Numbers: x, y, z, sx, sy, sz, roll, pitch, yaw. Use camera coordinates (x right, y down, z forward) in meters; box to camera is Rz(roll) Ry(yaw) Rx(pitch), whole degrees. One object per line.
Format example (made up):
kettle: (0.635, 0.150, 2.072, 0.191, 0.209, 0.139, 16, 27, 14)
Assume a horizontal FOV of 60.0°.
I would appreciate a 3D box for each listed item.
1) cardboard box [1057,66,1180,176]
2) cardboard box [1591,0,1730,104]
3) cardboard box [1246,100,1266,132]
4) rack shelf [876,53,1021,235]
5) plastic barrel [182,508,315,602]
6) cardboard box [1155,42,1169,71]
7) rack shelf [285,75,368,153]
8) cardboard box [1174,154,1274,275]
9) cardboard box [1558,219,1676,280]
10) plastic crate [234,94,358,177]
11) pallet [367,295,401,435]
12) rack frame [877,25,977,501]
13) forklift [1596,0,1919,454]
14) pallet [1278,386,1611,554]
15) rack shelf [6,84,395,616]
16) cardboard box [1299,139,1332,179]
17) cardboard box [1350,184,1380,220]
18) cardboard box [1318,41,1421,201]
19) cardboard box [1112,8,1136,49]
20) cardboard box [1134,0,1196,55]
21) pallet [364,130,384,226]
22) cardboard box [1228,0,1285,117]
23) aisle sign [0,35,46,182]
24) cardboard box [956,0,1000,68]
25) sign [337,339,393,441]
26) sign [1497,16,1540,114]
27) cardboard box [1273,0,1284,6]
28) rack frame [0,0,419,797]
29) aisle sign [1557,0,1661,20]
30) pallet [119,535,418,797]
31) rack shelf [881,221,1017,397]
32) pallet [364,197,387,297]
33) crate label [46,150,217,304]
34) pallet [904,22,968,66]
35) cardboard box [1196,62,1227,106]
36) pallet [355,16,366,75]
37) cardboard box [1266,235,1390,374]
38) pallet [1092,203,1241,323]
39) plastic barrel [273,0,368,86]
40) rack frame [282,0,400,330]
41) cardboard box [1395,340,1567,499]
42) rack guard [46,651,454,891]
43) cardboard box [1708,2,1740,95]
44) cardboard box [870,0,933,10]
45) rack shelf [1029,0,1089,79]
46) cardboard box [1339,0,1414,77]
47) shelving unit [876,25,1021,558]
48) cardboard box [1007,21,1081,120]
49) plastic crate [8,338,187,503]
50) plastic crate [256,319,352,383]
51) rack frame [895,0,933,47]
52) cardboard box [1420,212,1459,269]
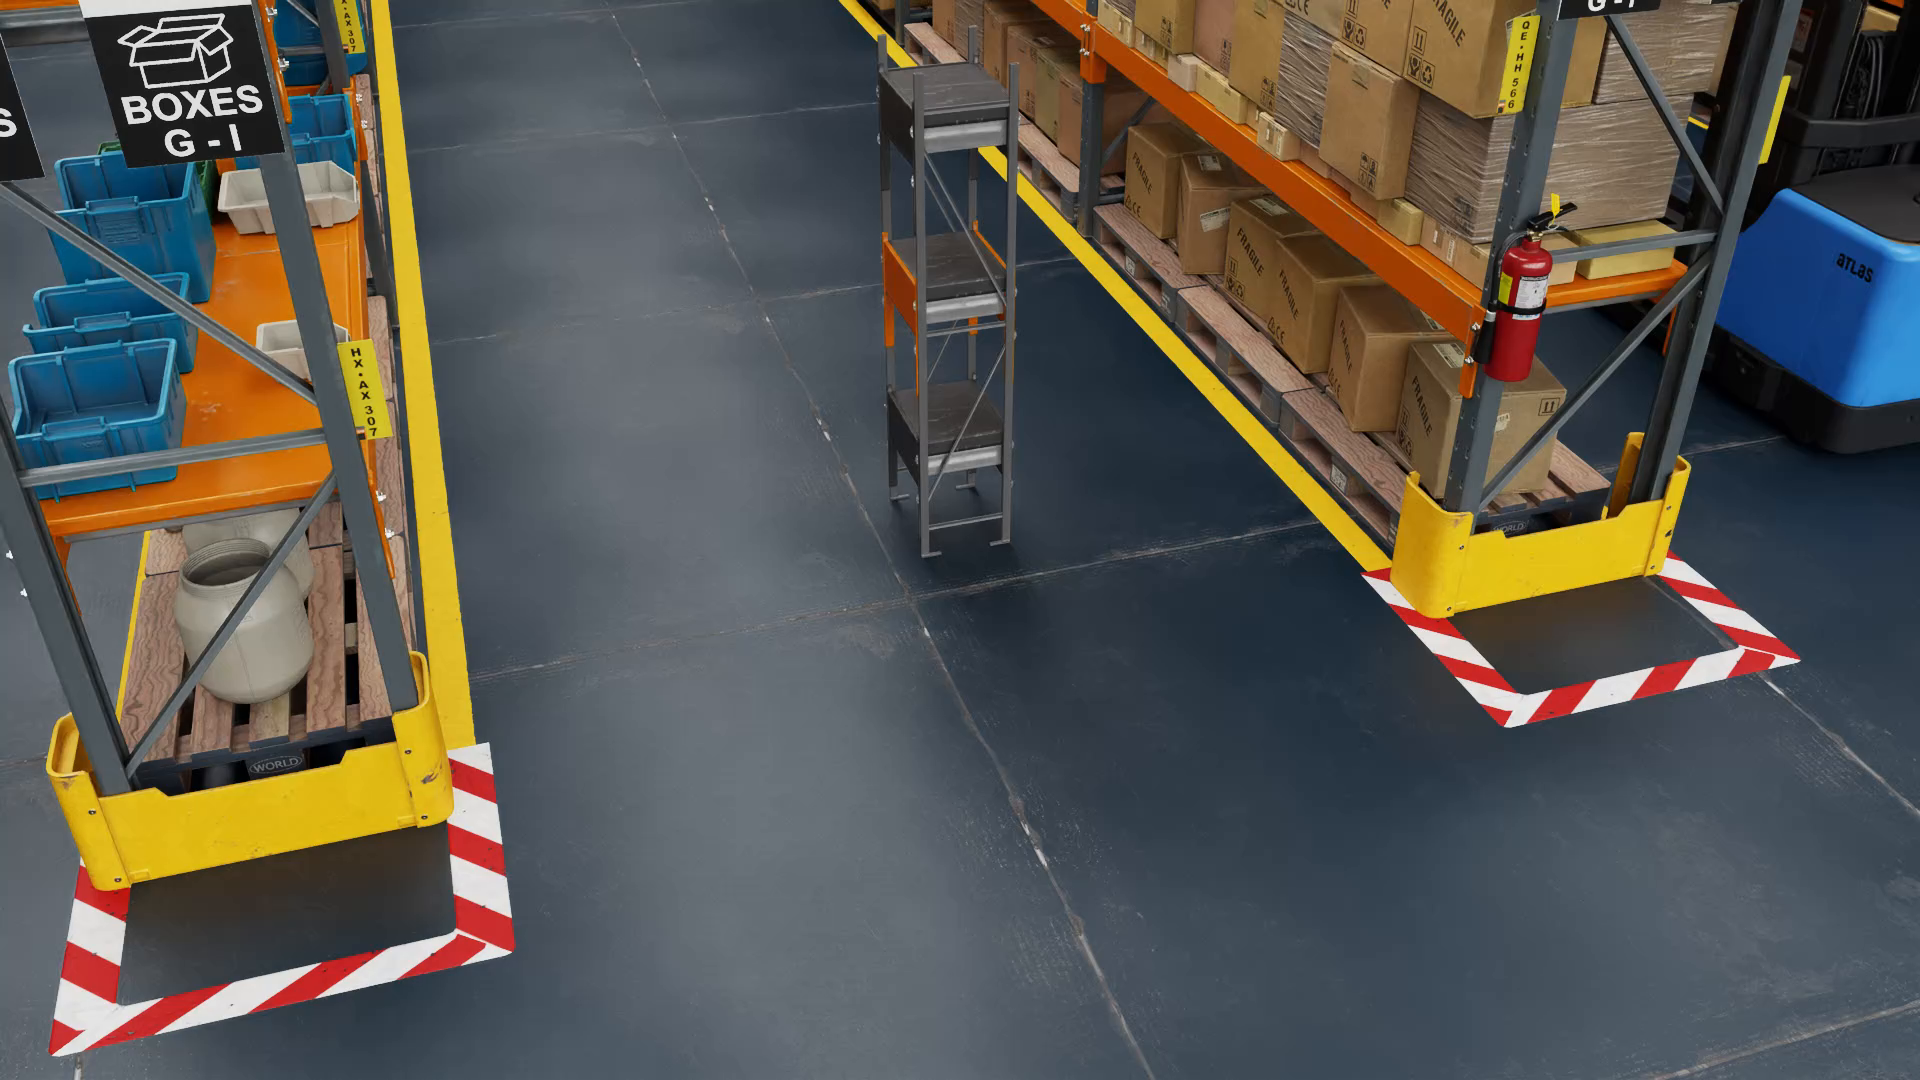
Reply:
cardboard box: (1.034, -2.638, 10.390, 0.700, 0.500, 0.500, -13, 36, -18)
cardboard box: (2.513, -1.989, 6.272, 0.500, 0.500, 0.500, -10, 35, -15)
cardboard box: (1.570, -1.995, 7.776, 0.380, 0.149, 0.250, -10, 35, -15)
rack shelf: (-0.050, -1.536, 6.424, 0.431, 0.518, 0.480, -10, 35, -15)
plastic barrel: (-2.722, 0.028, 6.362, 0.421, 0.512, 0.421, 0, 33, 0)
cardboard box: (1.232, -2.514, 8.561, 0.380, 0.149, 0.250, -10, 35, -15)
rack shelf: (-4.126, -3.089, 9.856, 1.077, 0.370, 4.000, -10, 35, -15)
cardboard box: (1.467, -1.788, 9.121, 0.500, 0.500, 0.500, 0, 33, 1)
cardboard box: (2.561, -1.157, 6.507, 0.380, 0.149, 0.250, -10, 35, -15)
plastic crate: (-2.920, -1.741, 7.299, 0.499, 0.251, 0.616, -10, 35, -15)
pallet: (-3.351, -0.816, 8.293, 1.003, 0.211, 1.213, -10, 35, -15)
rack frame: (-0.125, -1.091, 6.997, 0.400, 2.100, 0.015, -10, 35, -15)
forklift: (4.113, -2.431, 8.270, 1.130, 2.935, 3.031, -10, 35, -14)
pallet: (2.184, -0.381, 7.635, 1.003, 0.211, 1.213, -10, 35, -15)
rack shelf: (-2.906, -0.989, 6.678, 1.077, 0.370, 4.000, -10, 35, -15)
cardboard box: (1.741, -1.735, 7.383, 0.380, 0.149, 0.250, -10, 35, -15)
cardboard box: (1.875, -1.470, 6.981, 0.380, 0.149, 0.250, -10, 35, -15)
cardboard box: (2.013, -1.773, 6.852, 0.875, 0.500, 0.500, -10, 35, -15)
cardboard box: (1.044, -2.770, 8.949, 0.380, 0.149, 0.250, -10, 35, -15)
cardboard box: (1.398, -2.822, 8.440, 0.875, 0.500, 0.500, -10, 35, -15)
pallet: (-4.168, -2.223, 10.423, 1.003, 0.211, 1.213, -10, 35, -15)
cardboard box: (1.760, -2.307, 7.661, 0.875, 0.500, 0.500, -10, 35, -15)
aisle sign: (-2.557, -1.236, 4.041, 0.394, 0.787, 0.004, -10, 35, -15)
cardboard box: (0.386, -3.775, 12.110, 0.700, 0.500, 0.500, -13, 36, -19)
sign: (-1.771, -0.444, 4.951, 0.100, 0.325, 0.005, -10, 35, -15)
sign: (1.886, -1.604, 5.619, 0.100, 0.325, 0.005, -10, 35, -15)
cardboard box: (1.565, -2.690, 7.333, 0.500, 0.500, 0.500, -10, 35, -15)
rack frame: (-2.296, -0.239, 4.890, 1.000, 3.000, 0.127, -10, 35, -15)
aisle sign: (2.154, -2.073, 5.309, 0.394, 0.787, 0.004, -10, 35, -15)
pallet: (-2.607, 0.465, 6.354, 1.003, 0.211, 1.213, -10, 35, -15)
rack shelf: (-0.050, -0.952, 6.810, 0.431, 0.518, 0.480, -10, 35, -15)
pallet: (-3.792, -1.581, 9.452, 1.003, 0.211, 1.213, -10, 35, -15)
crate label: (-3.115, -1.174, 6.274, 0.502, 0.435, 0.616, -10, 35, -15)
pallet: (0.218, -3.698, 12.655, 1.003, 0.211, 1.213, -10, 35, -15)
cardboard box: (1.385, -2.251, 8.164, 0.380, 0.149, 0.250, -10, 35, -15)
pallet: (-5.016, -3.683, 12.631, 1.003, 0.211, 1.213, -10, 35, -15)
cardboard box: (1.859, -1.175, 8.193, 0.500, 0.500, 0.500, -7, 34, -10)
pallet: (1.439, -1.662, 9.573, 1.003, 0.211, 1.213, -10, 35, -15)
plastic barrel: (-3.345, -2.802, 8.315, 0.600, 0.901, 0.708, -10, 35, -15)
rack frame: (-3.516, -2.339, 8.069, 1.000, 3.000, 0.127, -10, 35, -15)
cardboard box: (2.247, -0.535, 7.225, 0.500, 0.500, 0.500, -4, 34, -6)
rack guard: (-2.364, 0.772, 5.628, 1.175, 0.500, 0.348, -10, 35, -15)
cardboard box: (5.680, -3.500, 11.486, 1.050, 0.750, 0.750, -10, 35, -15)
cardboard box: (-0.210, -4.926, 13.531, 1.225, 0.875, 0.875, -12, 35, -17)
rack shelf: (0.591, -3.922, 11.117, 1.077, 0.370, 4.000, -10, 35, -15)
cardboard box: (1.860, -2.163, 6.536, 0.500, 0.500, 0.500, -10, 35, -15)
shelving unit: (-0.050, -0.963, 6.803, 0.431, 2.100, 0.503, -10, 35, -15)
cardboard box: (0.736, -3.186, 11.218, 0.700, 0.500, 0.500, -13, 36, -19)
plastic crate: (-2.733, -0.389, 5.253, 0.499, 0.251, 0.616, -10, 35, -15)
plastic crate: (-2.262, -0.653, 5.756, 0.298, 0.136, 0.250, -10, 35, -15)
rack frame: (-0.019, -5.272, 12.507, 1.000, 3.000, 0.127, -10, 35, -15)
cardboard box: (2.062, -1.213, 6.593, 0.380, 0.149, 0.250, -10, 35, -15)
